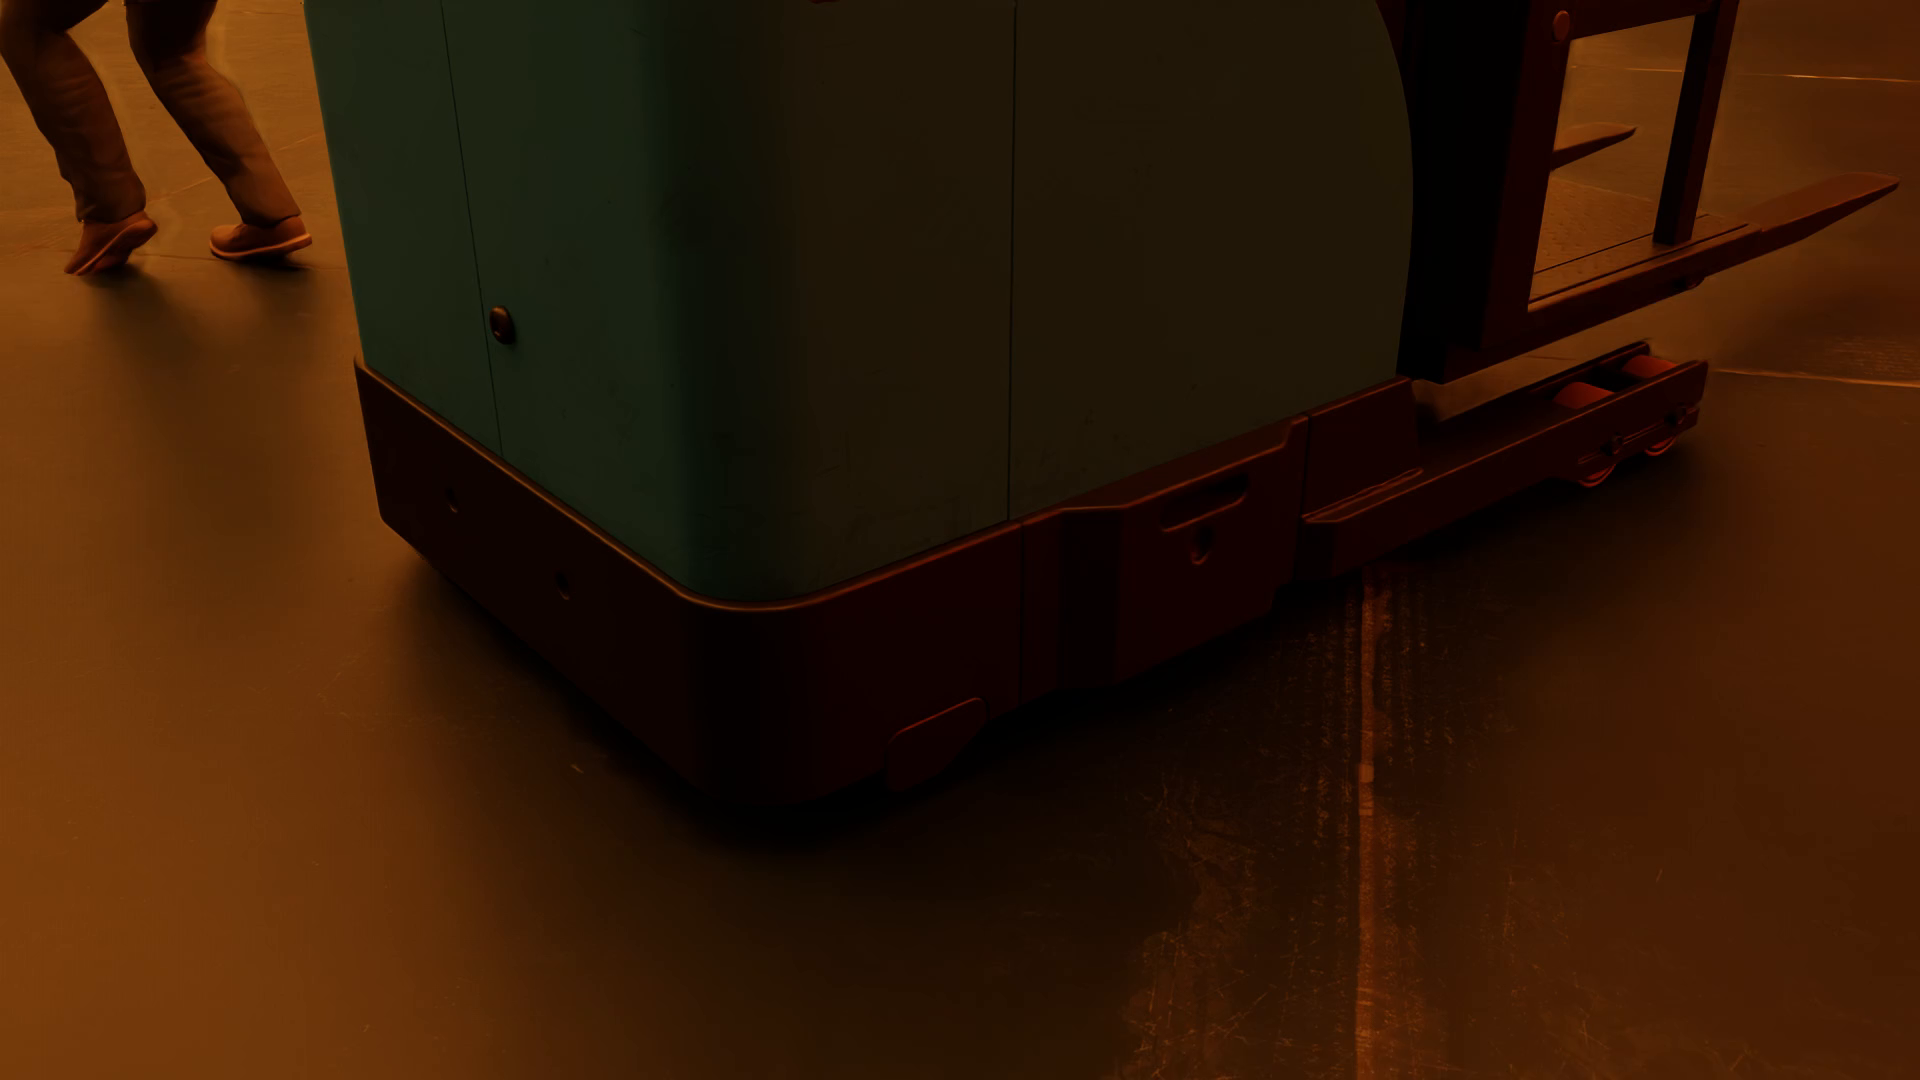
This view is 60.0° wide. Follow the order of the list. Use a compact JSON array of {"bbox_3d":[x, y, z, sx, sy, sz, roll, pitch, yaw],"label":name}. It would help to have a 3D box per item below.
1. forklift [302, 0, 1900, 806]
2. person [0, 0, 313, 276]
[{"bbox_3d":[0.611,-1.556,2.330,3.031,2.935,1.130,-20,33,-35],"label":"forklift"},{"bbox_3d":[-1.676,-1.301,3.379,0.744,1.658,0.542,5,27,10],"label":"person"}]
